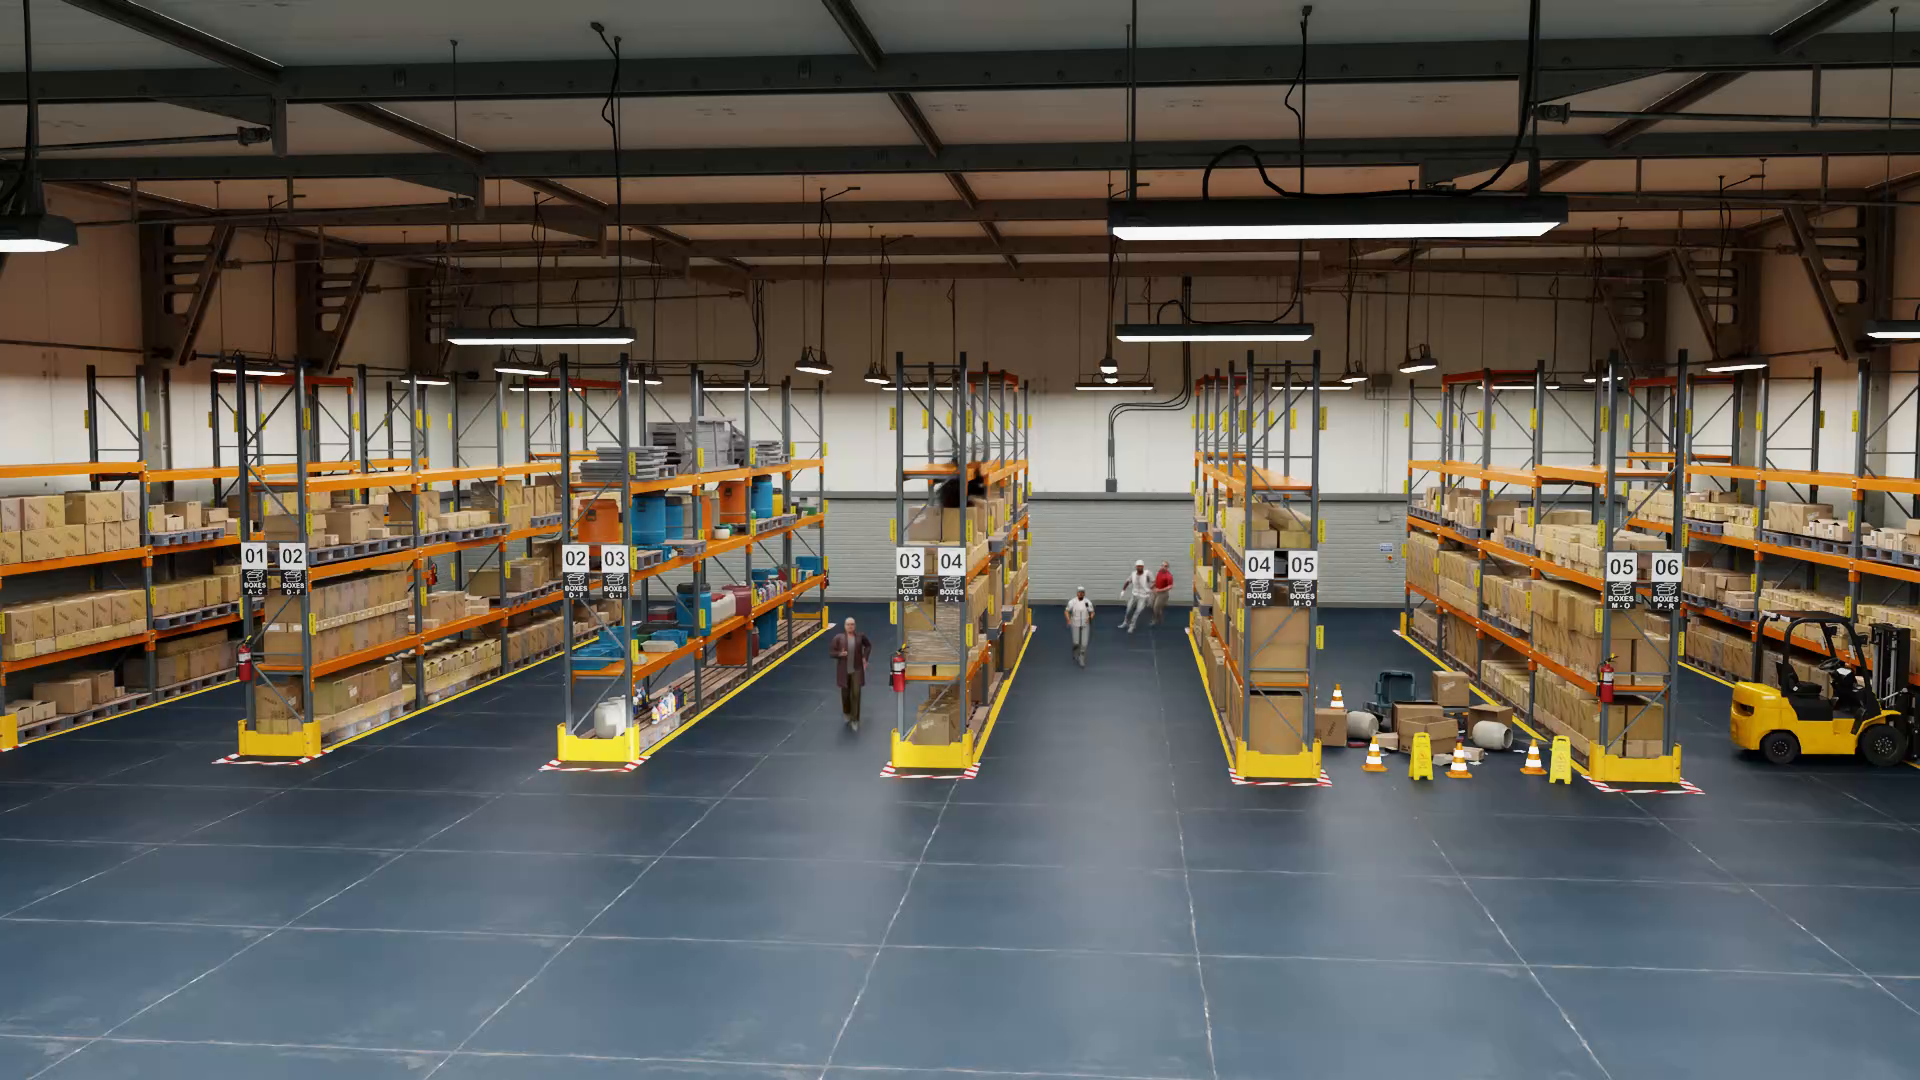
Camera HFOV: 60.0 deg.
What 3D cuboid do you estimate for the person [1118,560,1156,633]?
[{"bbox_3d":[4.147,1.325,39.429,0.953,1.714,0.816,2,4,25],"label":"person"}]

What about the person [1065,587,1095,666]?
[{"bbox_3d":[2.472,1.769,34.199,0.615,1.625,0.548,0,4,-1],"label":"person"}]

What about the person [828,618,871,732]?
[{"bbox_3d":[-1.789,2.157,27.083,0.701,1.792,0.949,0,4,-4],"label":"person"}]

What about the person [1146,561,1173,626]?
[{"bbox_3d":[4.826,1.314,40.476,0.533,1.630,0.888,-3,5,-35],"label":"person"}]
